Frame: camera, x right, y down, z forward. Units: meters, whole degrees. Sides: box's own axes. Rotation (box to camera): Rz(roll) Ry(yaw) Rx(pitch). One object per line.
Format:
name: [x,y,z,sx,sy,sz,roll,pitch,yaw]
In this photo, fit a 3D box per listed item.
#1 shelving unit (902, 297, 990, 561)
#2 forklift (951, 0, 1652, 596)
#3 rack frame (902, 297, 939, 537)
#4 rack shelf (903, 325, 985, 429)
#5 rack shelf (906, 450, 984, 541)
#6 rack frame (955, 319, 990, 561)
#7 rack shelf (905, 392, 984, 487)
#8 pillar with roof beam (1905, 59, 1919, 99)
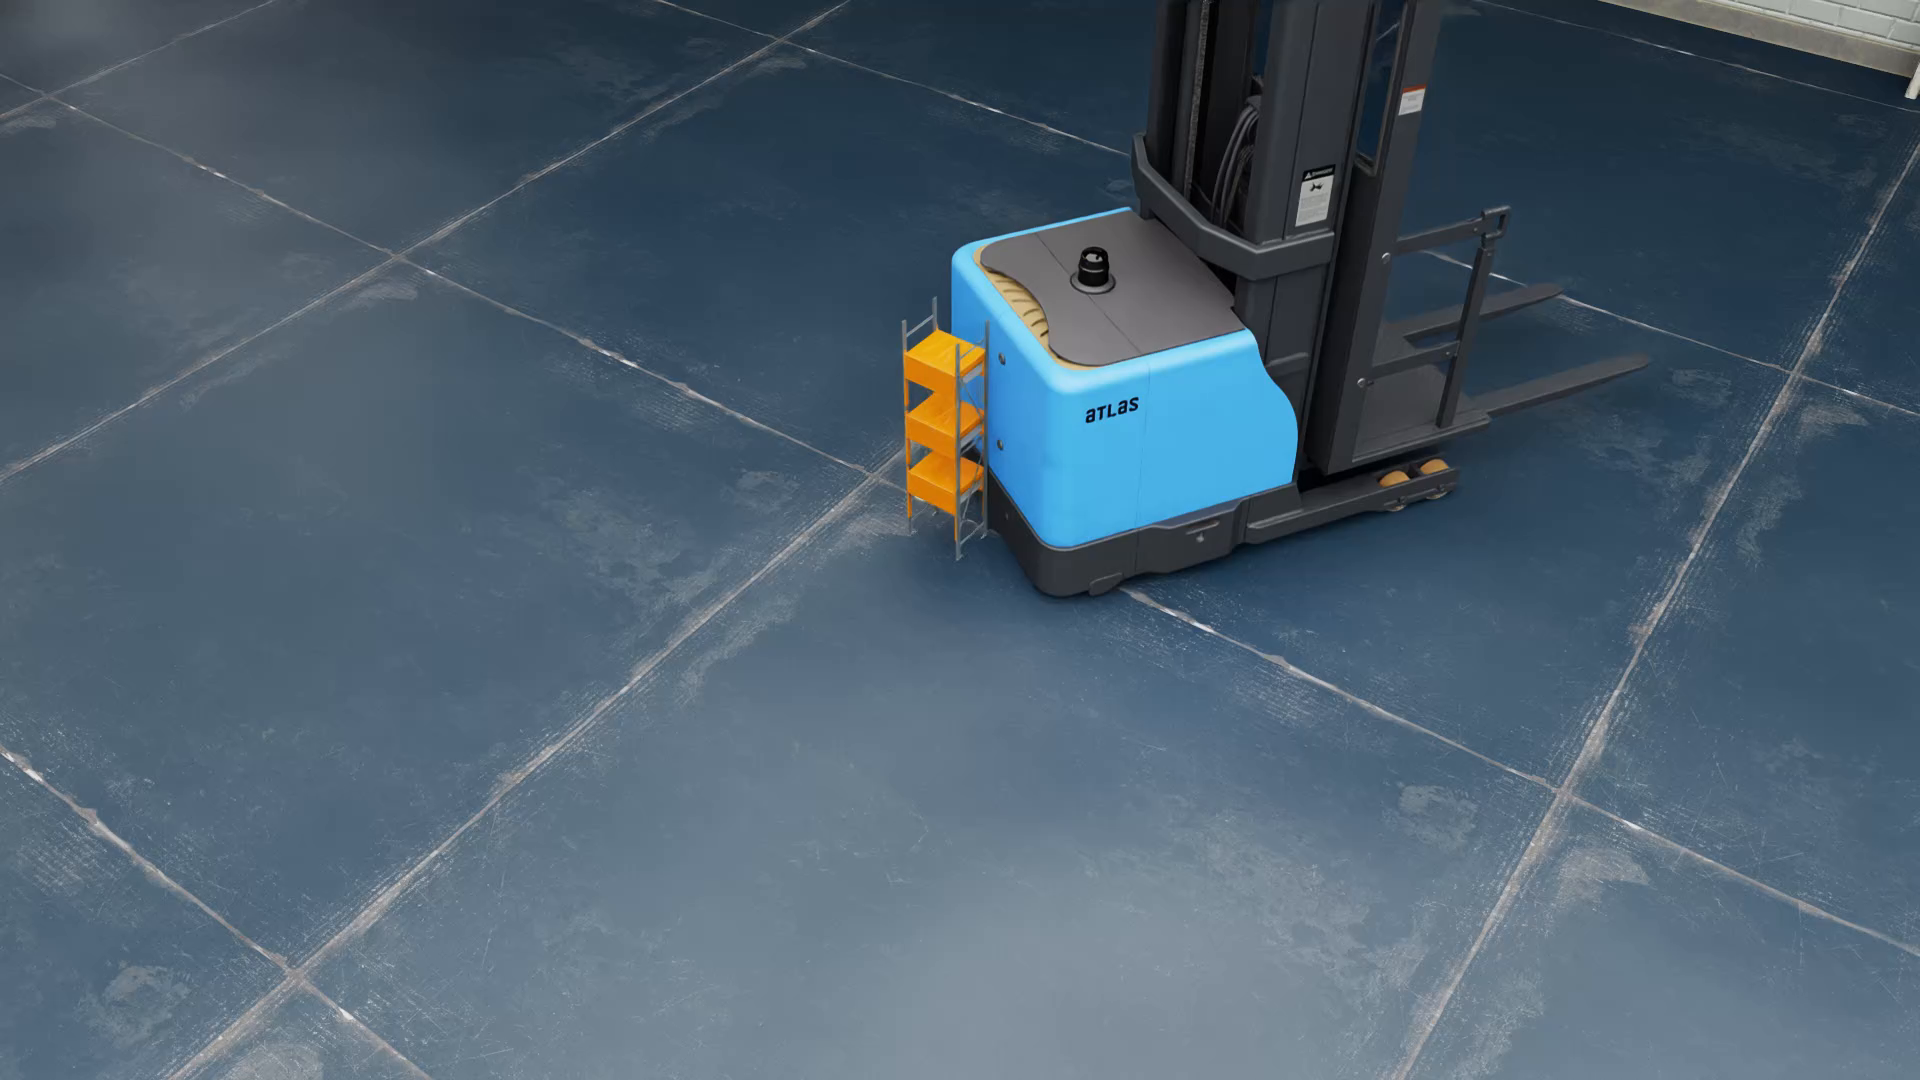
shelving unit: [-0.052,-0.410,6.420,0.252,1.050,0.215,26,48,26]
forklift: [1.518,-1.519,6.249,3.031,2.935,1.130,-16,44,-17]
rack frame: [-0.150,-0.458,6.475,0.008,1.050,0.200,26,48,26]
rack shelf: [-0.052,-0.613,6.238,0.240,0.259,0.215,26,48,26]
rack shelf: [-0.052,-0.195,6.613,0.240,0.259,0.215,26,48,26]
rack frame: [0.046,-0.361,6.366,0.008,1.050,0.200,26,48,26]
rack shelf: [-0.052,-0.402,6.427,0.240,0.259,0.215,26,48,26]
pillar with roof beam: [3.239,-3.575,3.996,0.400,9.000,9.100,25,48,25]
